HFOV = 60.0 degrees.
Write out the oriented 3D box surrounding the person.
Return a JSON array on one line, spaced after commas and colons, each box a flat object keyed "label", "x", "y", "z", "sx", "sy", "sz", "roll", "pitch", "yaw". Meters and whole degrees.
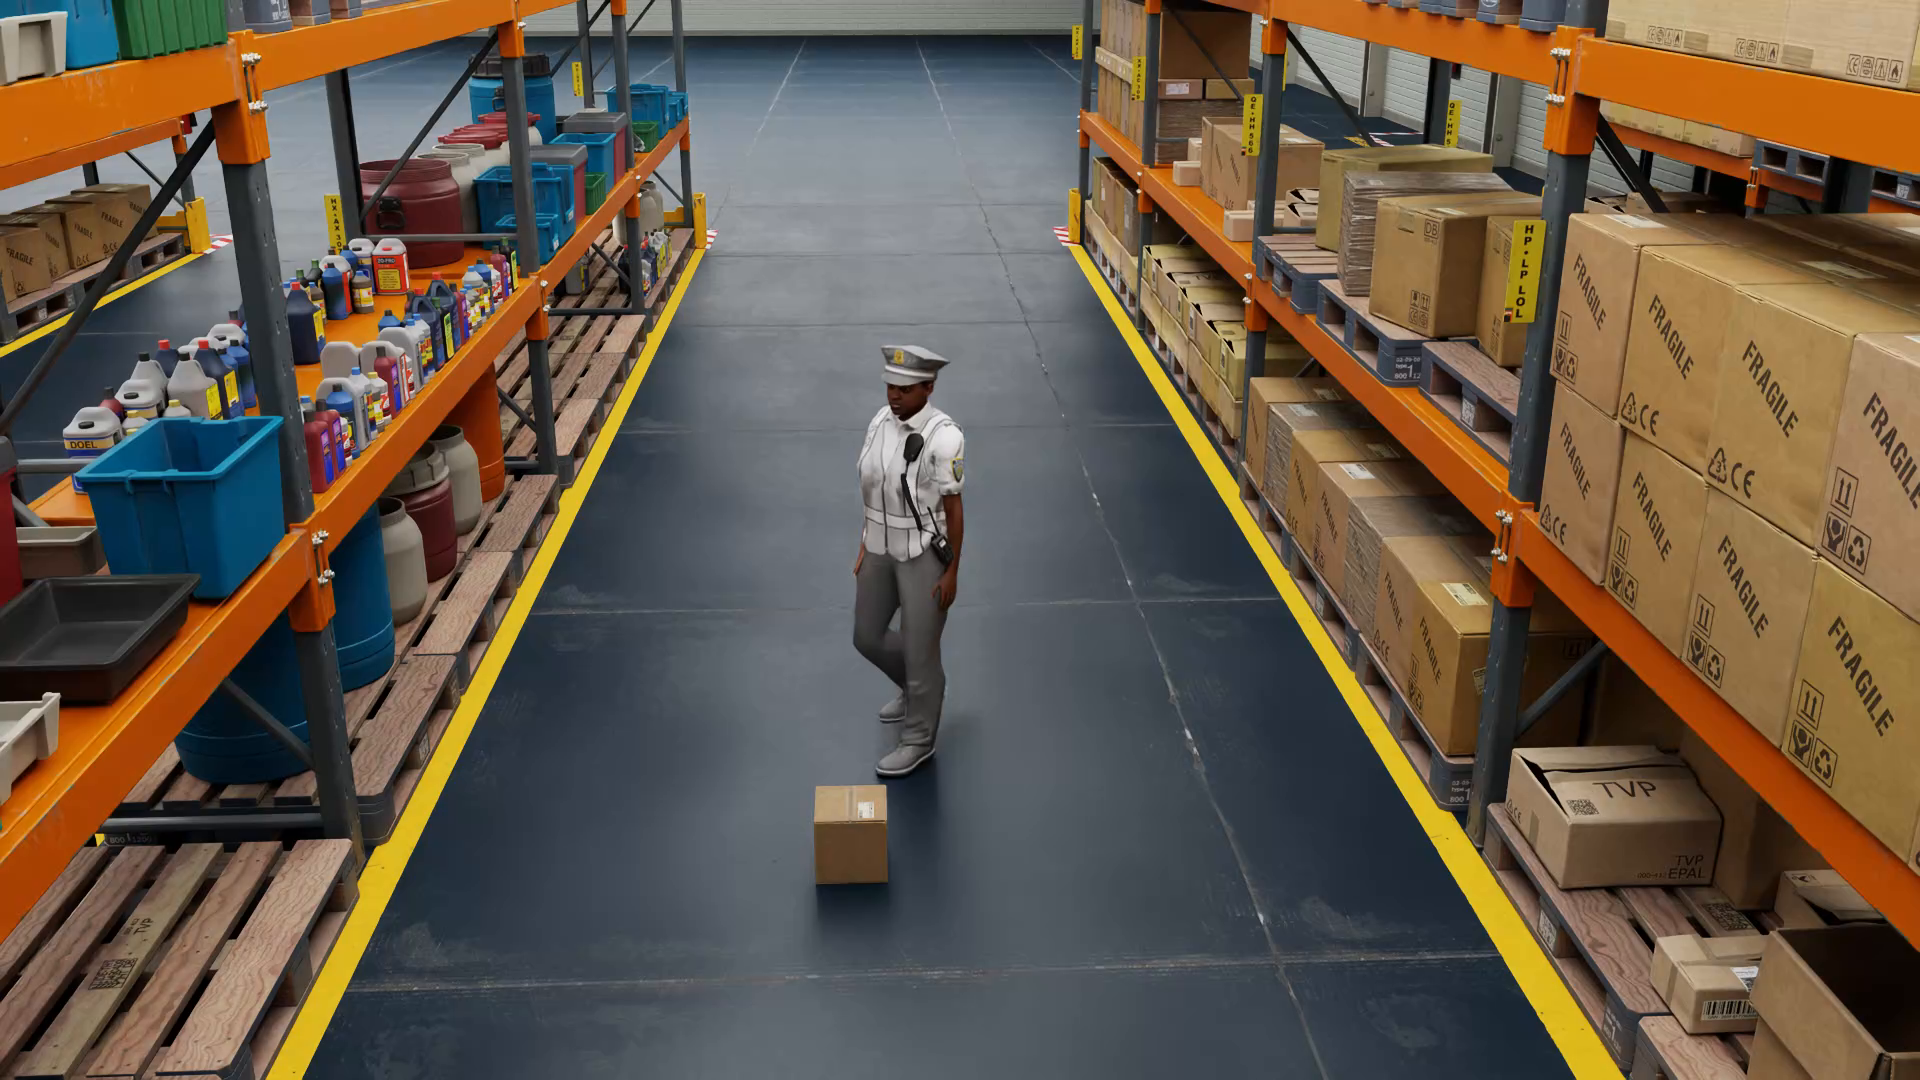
[{"label": "person", "x": -0.189, "y": 0.050, "z": 6.392, "sx": 0.497, "sy": 1.679, "sz": 0.536, "roll": 18, "pitch": 27, "yaw": 39}]
